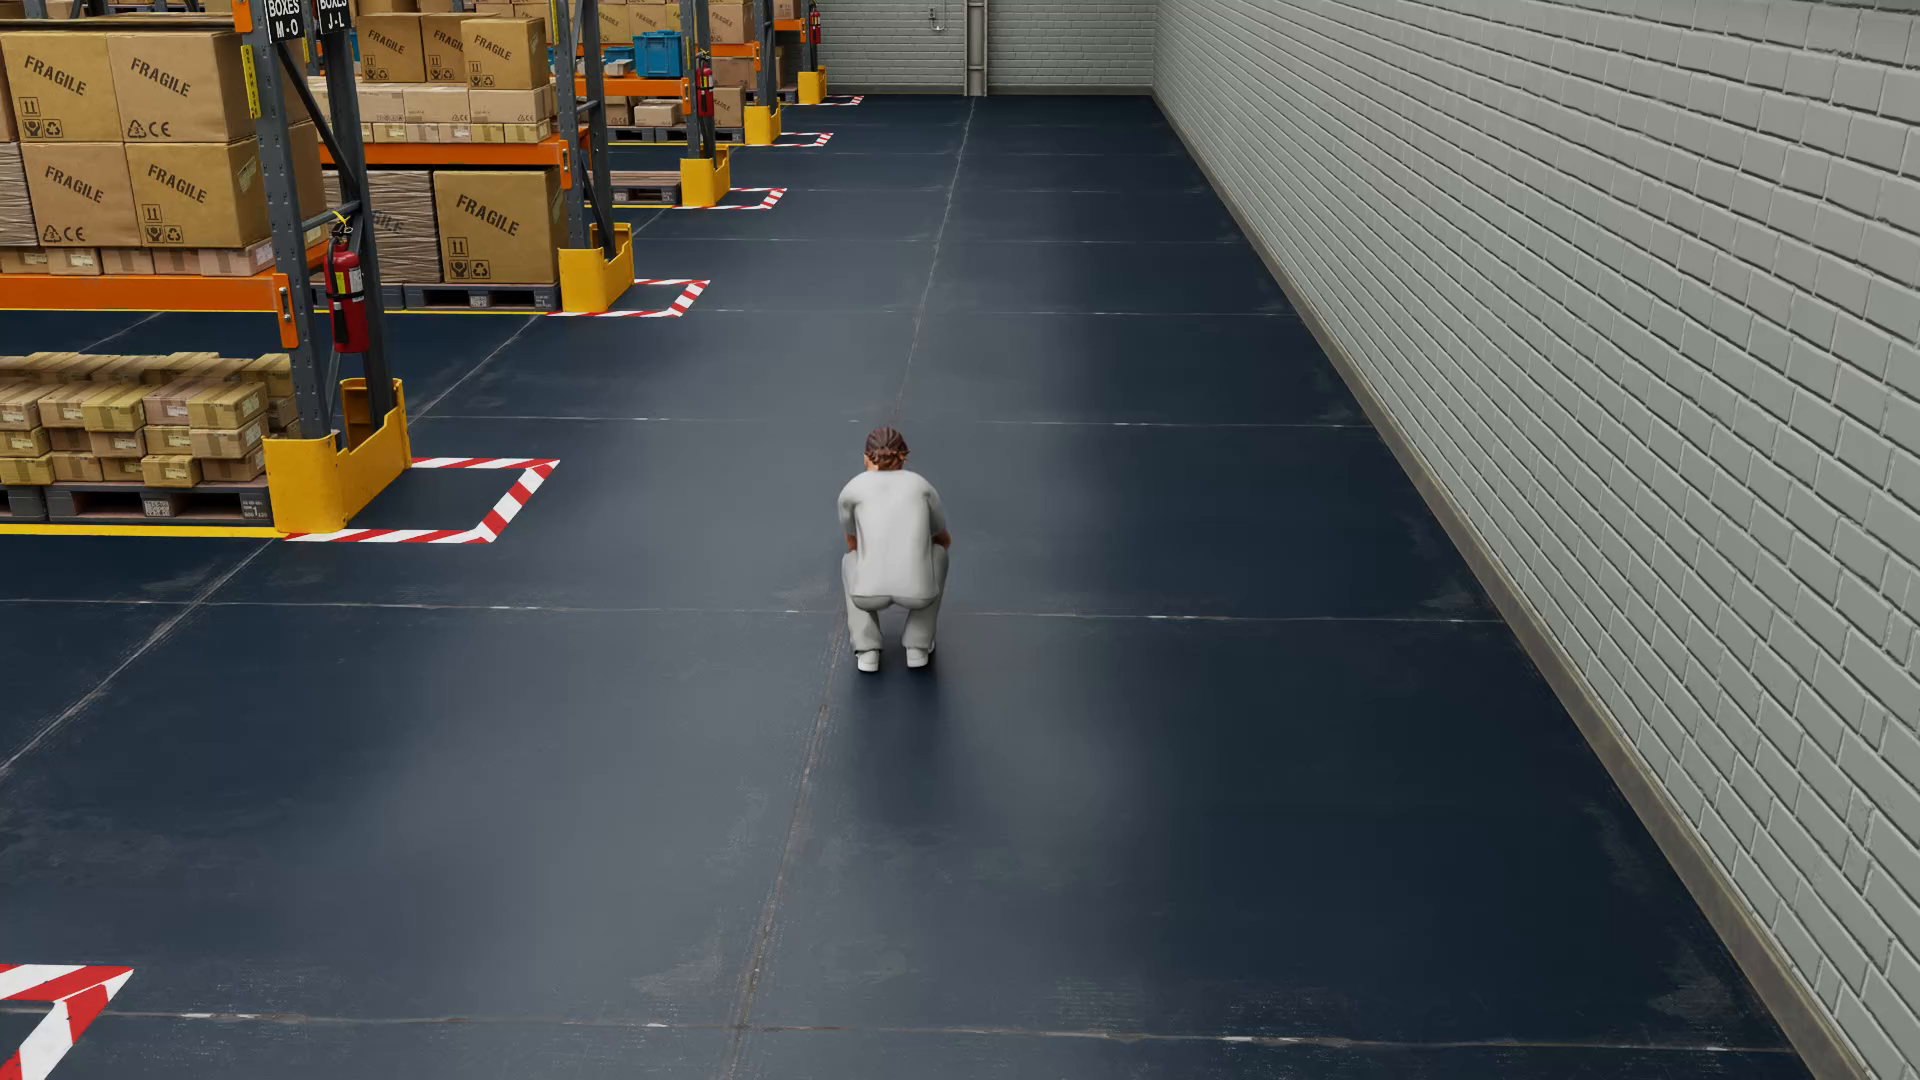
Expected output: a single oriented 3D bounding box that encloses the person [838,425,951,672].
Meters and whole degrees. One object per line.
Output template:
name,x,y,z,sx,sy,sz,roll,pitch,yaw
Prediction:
person,-0.283,0.030,7.056,0.477,0.933,0.804,1,21,2
